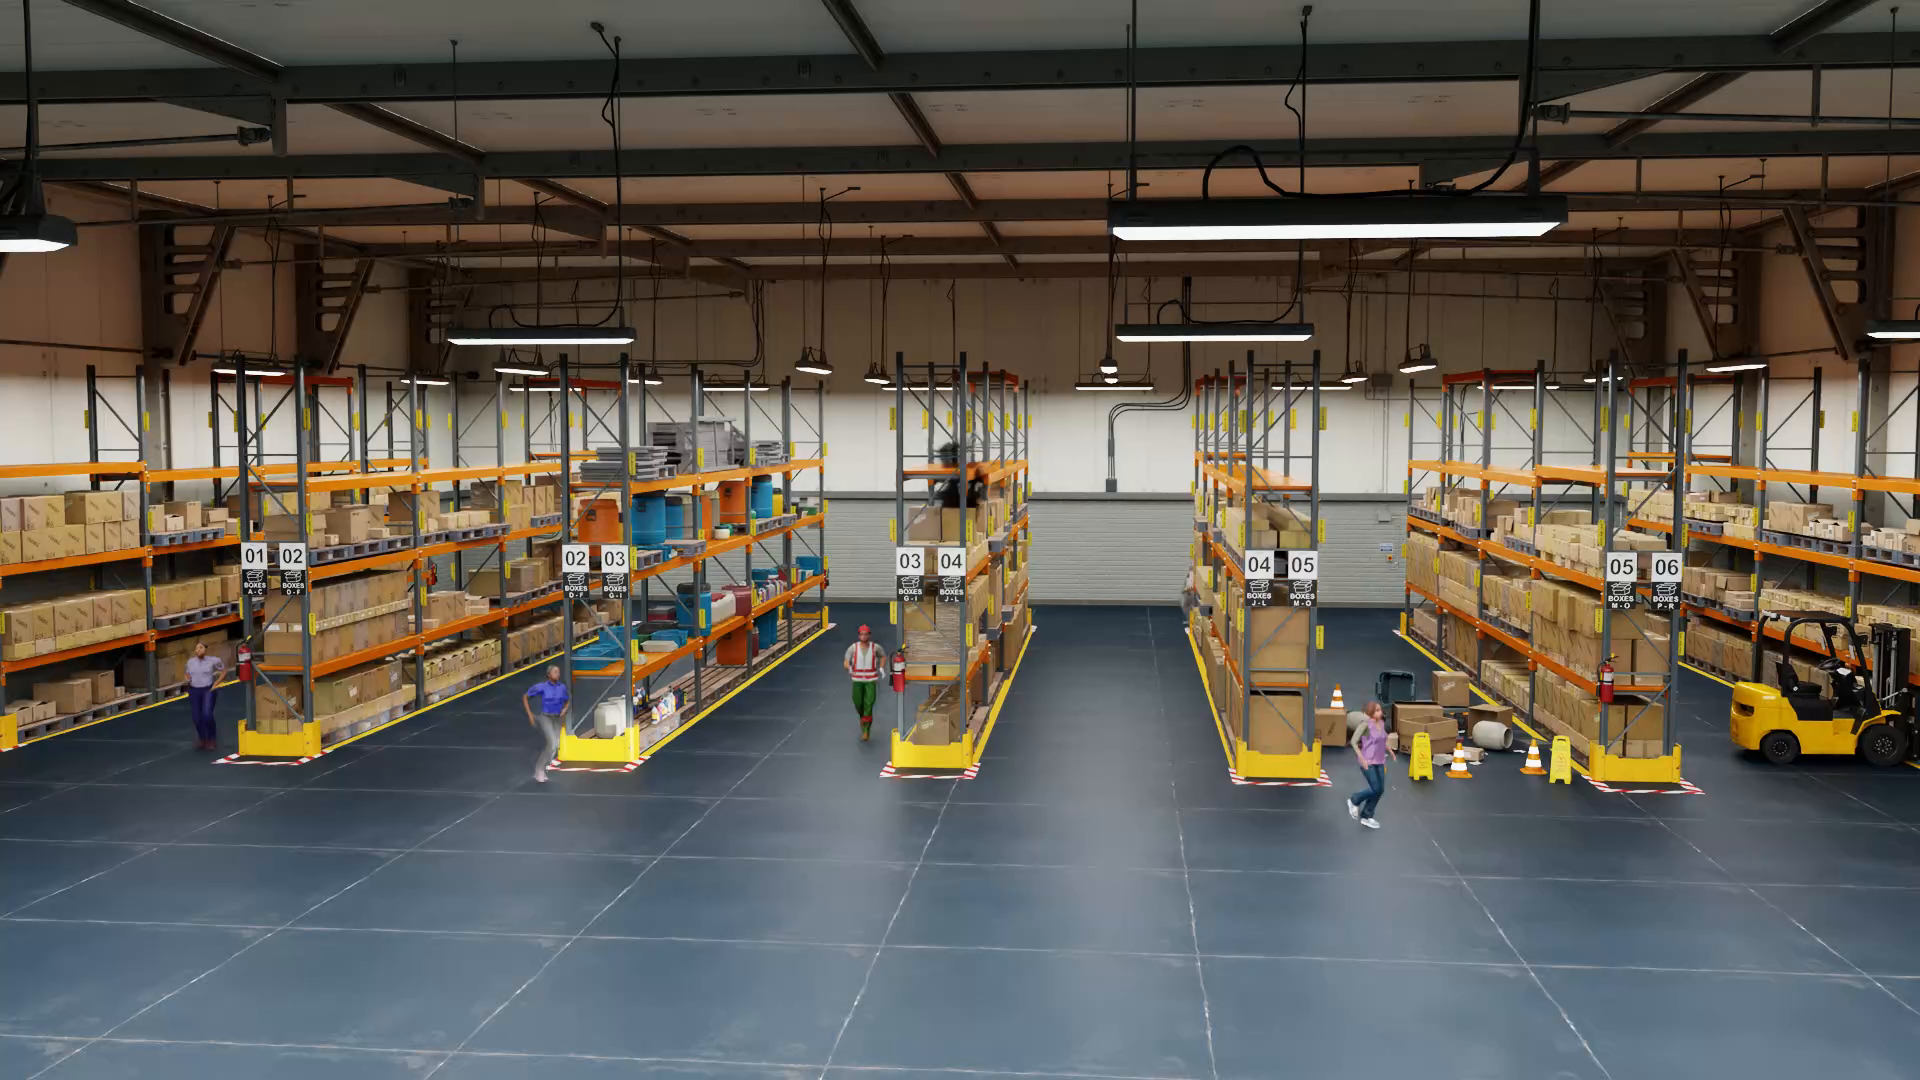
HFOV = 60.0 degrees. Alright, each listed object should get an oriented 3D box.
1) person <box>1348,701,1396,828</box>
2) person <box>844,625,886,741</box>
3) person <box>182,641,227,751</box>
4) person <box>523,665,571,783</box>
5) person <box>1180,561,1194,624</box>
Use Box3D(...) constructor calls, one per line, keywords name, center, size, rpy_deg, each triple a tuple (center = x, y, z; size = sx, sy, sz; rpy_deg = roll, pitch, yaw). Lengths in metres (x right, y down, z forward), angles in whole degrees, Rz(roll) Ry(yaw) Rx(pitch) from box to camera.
Box3D(name="person", center=(5.094, 2.766, 20.576), size=(0.553, 1.570, 0.537), rpy_deg=(-3, 5, -38))
Box3D(name="person", center=(-1.504, 2.232, 26.346), size=(0.664, 1.773, 0.964), rpy_deg=(0, 4, 0))
Box3D(name="person", center=(-11.572, 2.395, 25.395), size=(0.595, 1.687, 0.622), rpy_deg=(0, 4, -4))
Box3D(name="person", center=(-5.686, 2.551, 23.146), size=(0.574, 1.614, 0.591), rpy_deg=(3, 5, 38))
Box3D(name="person", center=(5.640, 1.290, 40.833), size=(0.558, 1.605, 0.669), rpy_deg=(1, 4, 18))
